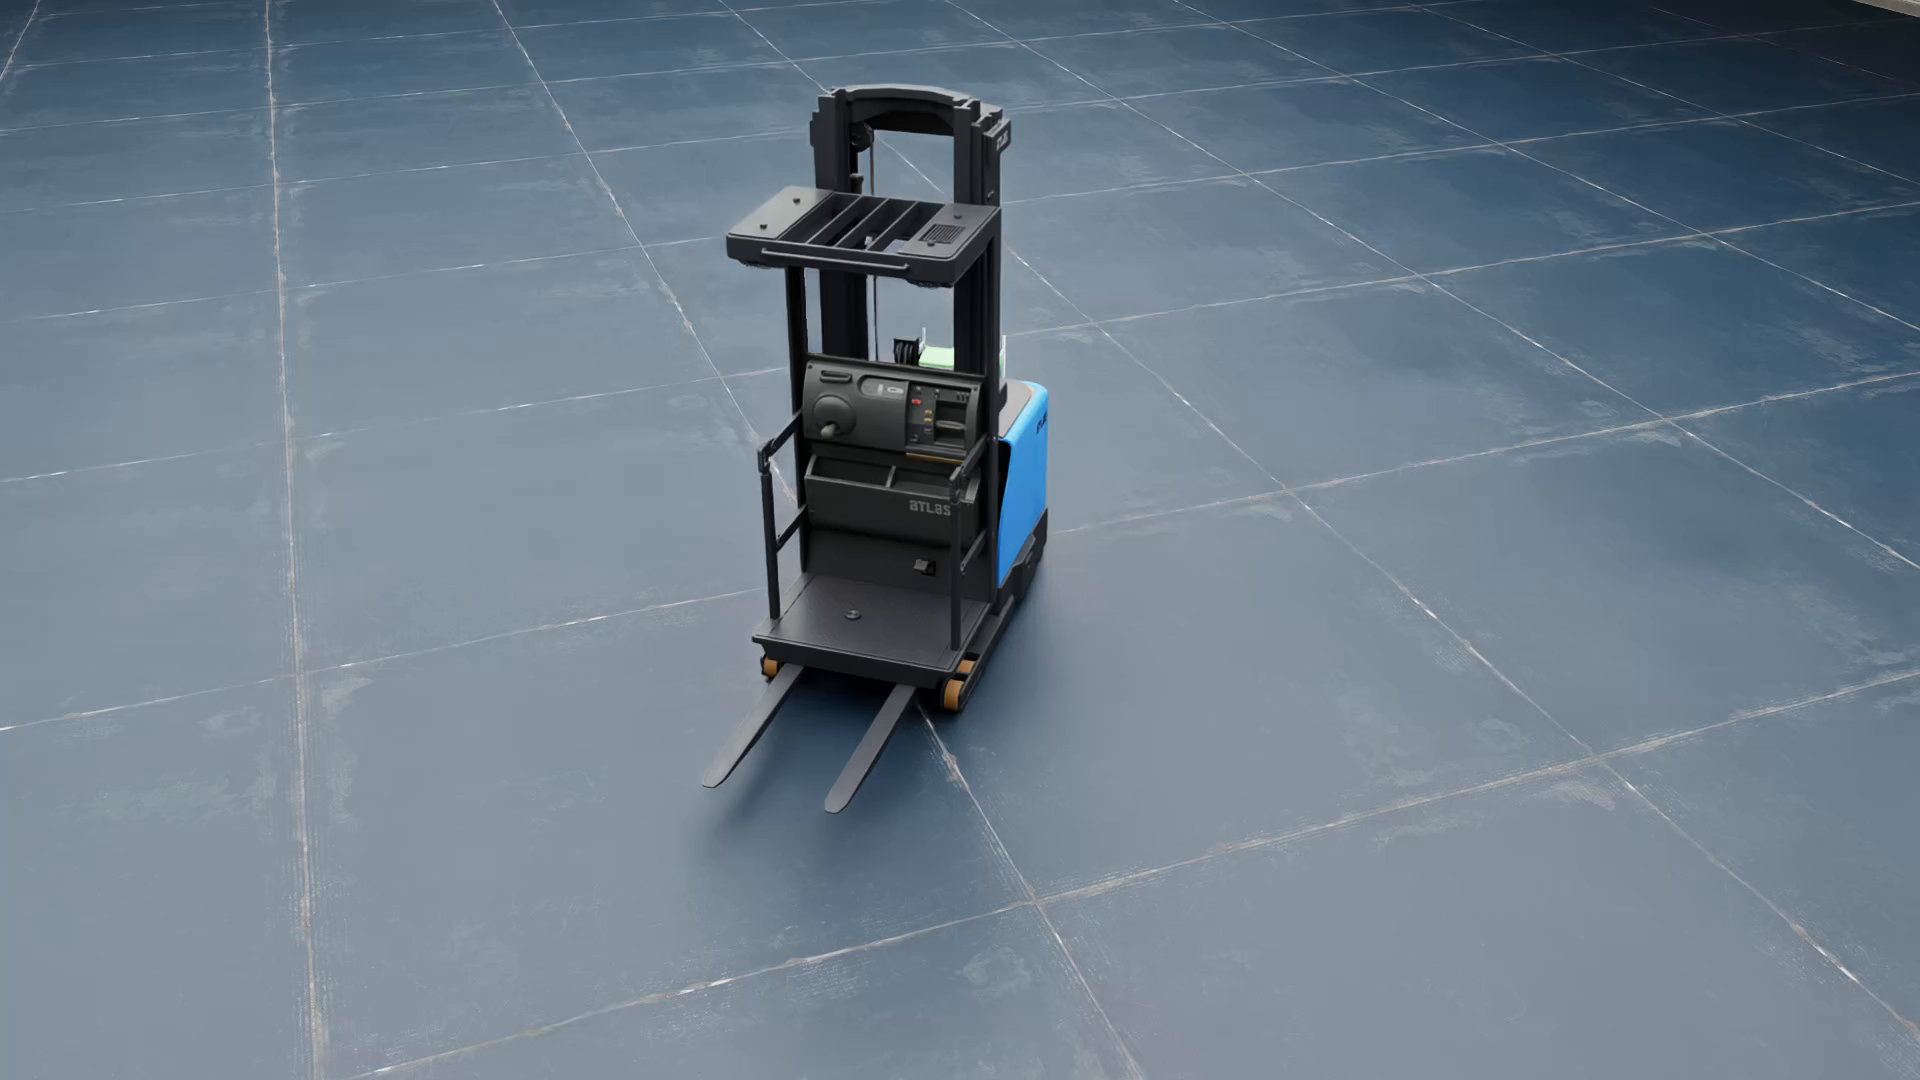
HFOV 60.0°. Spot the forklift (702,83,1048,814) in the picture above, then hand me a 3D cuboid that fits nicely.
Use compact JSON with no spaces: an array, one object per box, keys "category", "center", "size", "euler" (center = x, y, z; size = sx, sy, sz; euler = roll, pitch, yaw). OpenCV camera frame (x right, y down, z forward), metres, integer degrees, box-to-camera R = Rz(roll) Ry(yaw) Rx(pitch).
[{"category":"forklift","center":[-0.413,-0.613,8.215],"size":[1.130,2.935,3.031],"euler":[9,31,15]}]

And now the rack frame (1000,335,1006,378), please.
[{"category":"rack frame","center":[0.227,-0.625,9.986],"size":[0.015,1.200,0.240],"euler":[8,31,14]}]

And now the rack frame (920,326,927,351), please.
[{"category":"rack frame","center":[-0.241,-0.694,10.107],"size":[0.015,1.200,0.240],"euler":[8,31,14]}]

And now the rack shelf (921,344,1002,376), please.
[{"category":"rack shelf","center":[-0.007,-1.021,9.840],"size":[0.480,0.148,0.258],"euler":[8,31,14]}]

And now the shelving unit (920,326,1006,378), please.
[{"category":"shelving unit","center":[-0.007,-0.660,10.046],"size":[0.503,1.200,0.258],"euler":[8,31,14]}]
